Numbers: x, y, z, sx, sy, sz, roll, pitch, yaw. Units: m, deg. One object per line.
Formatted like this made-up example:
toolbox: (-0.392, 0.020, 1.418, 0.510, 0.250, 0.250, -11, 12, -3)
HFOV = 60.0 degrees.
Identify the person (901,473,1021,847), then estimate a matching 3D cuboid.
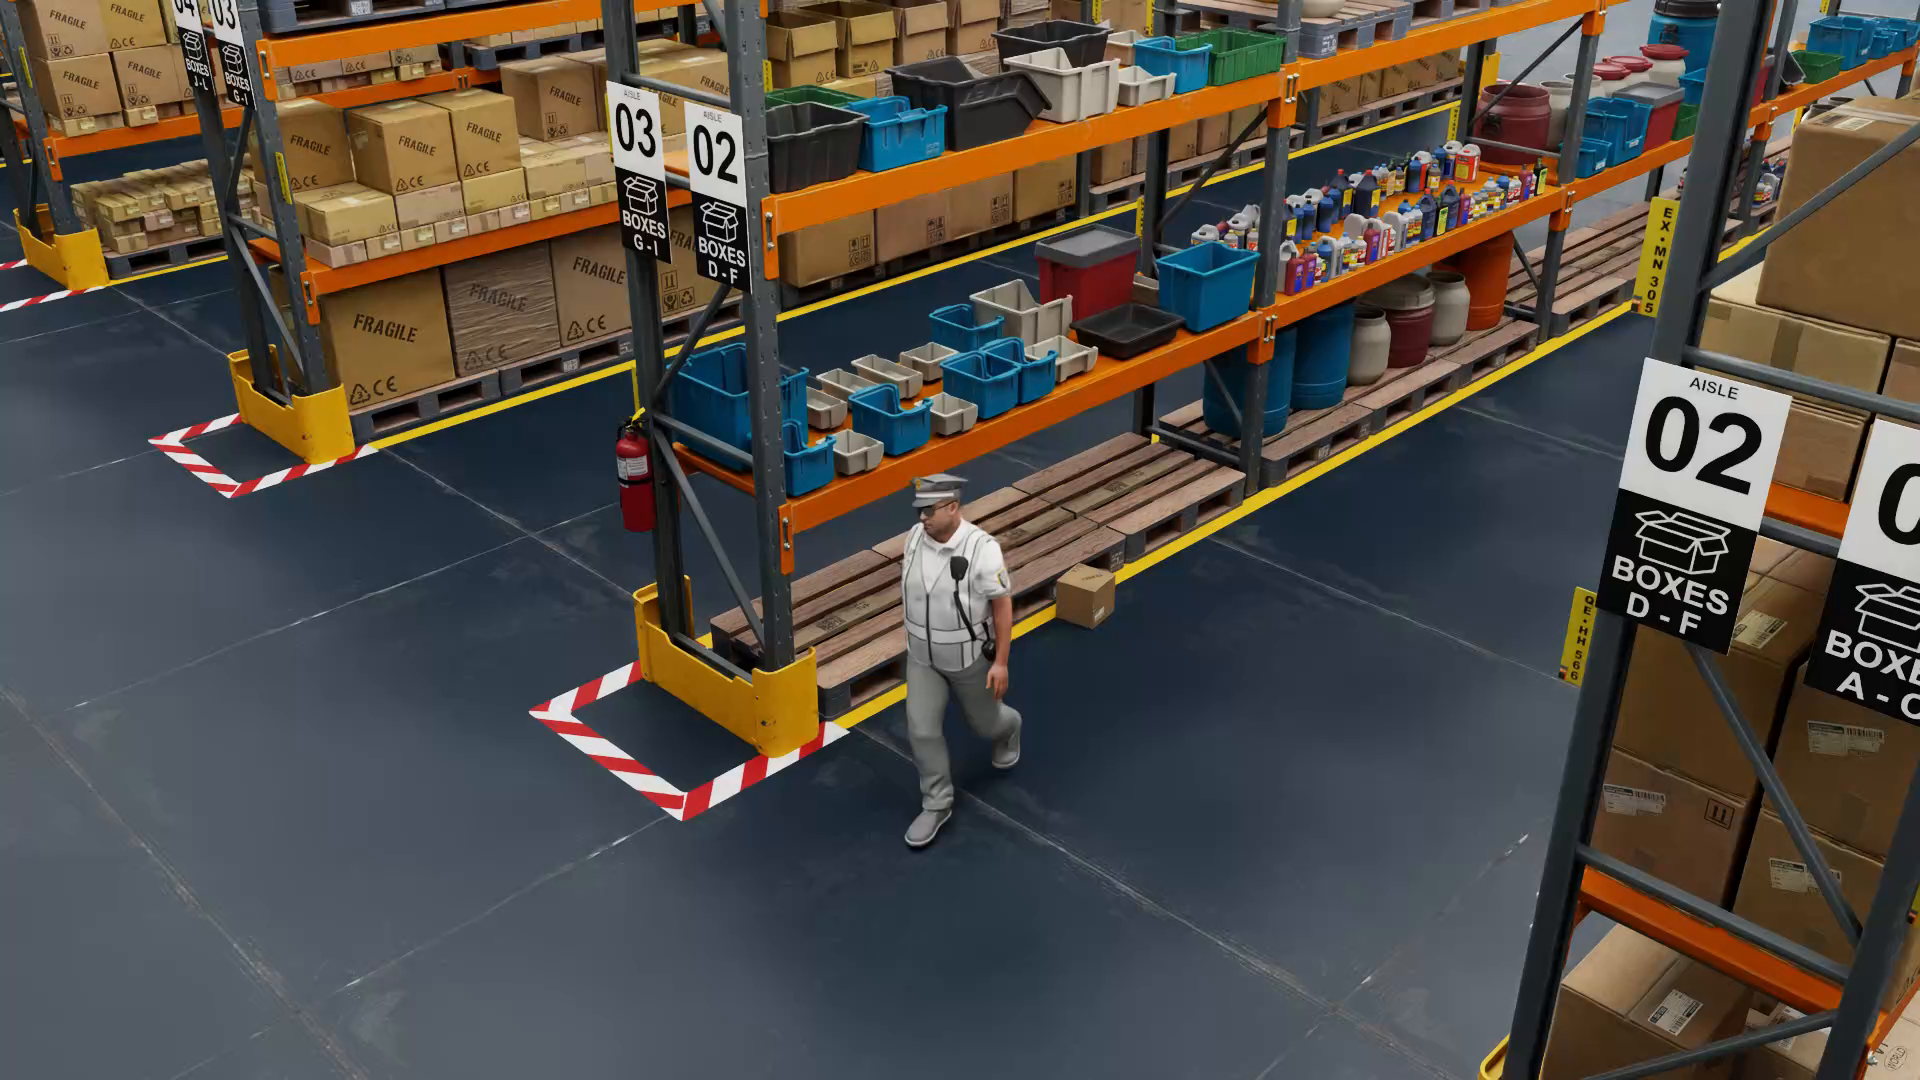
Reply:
person: (-0.004, 0.482, 7.679, 0.586, 1.717, 0.929, 13, 30, 24)
